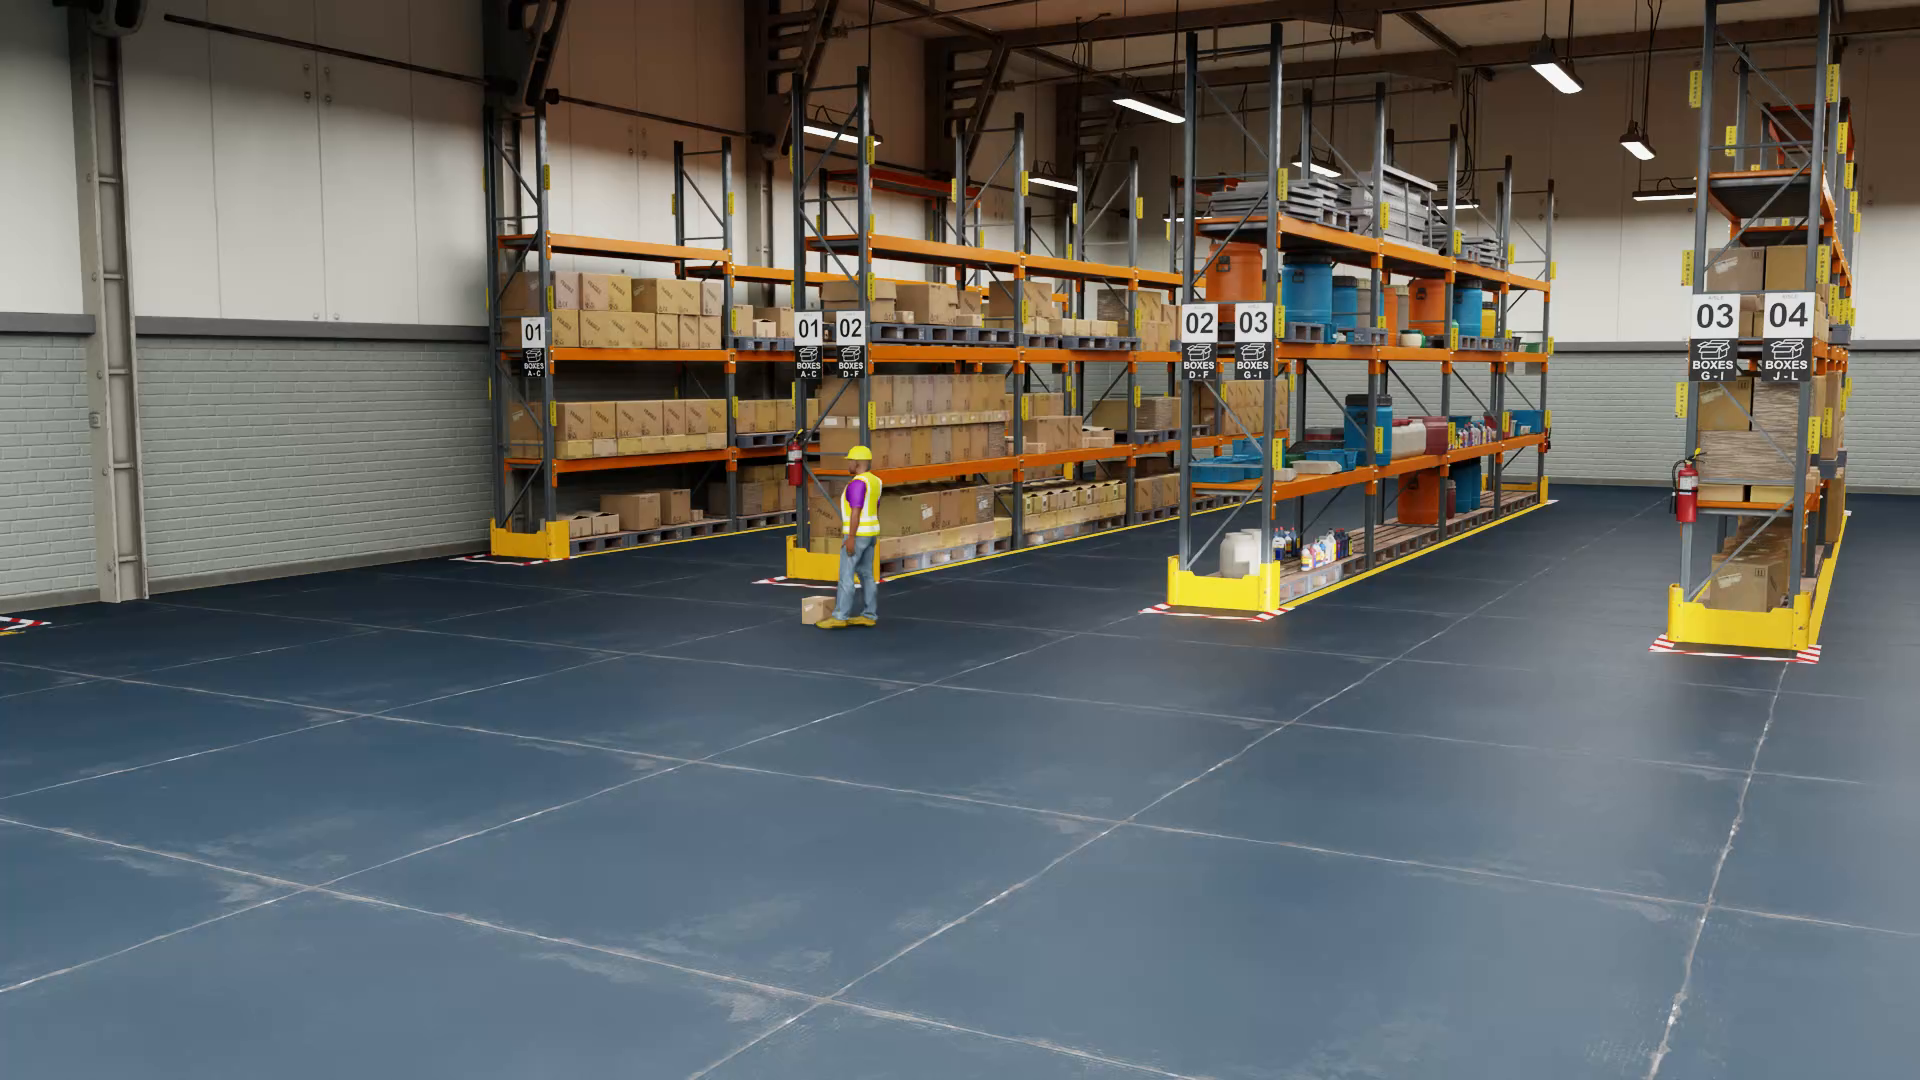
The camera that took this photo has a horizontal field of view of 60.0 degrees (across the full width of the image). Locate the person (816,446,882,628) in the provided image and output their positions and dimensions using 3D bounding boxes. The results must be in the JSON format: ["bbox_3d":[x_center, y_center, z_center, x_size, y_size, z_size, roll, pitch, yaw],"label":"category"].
[{"bbox_3d":[-1.074,-0.037,16.303,0.548,1.774,0.583,2,6,20],"label":"person"}]
